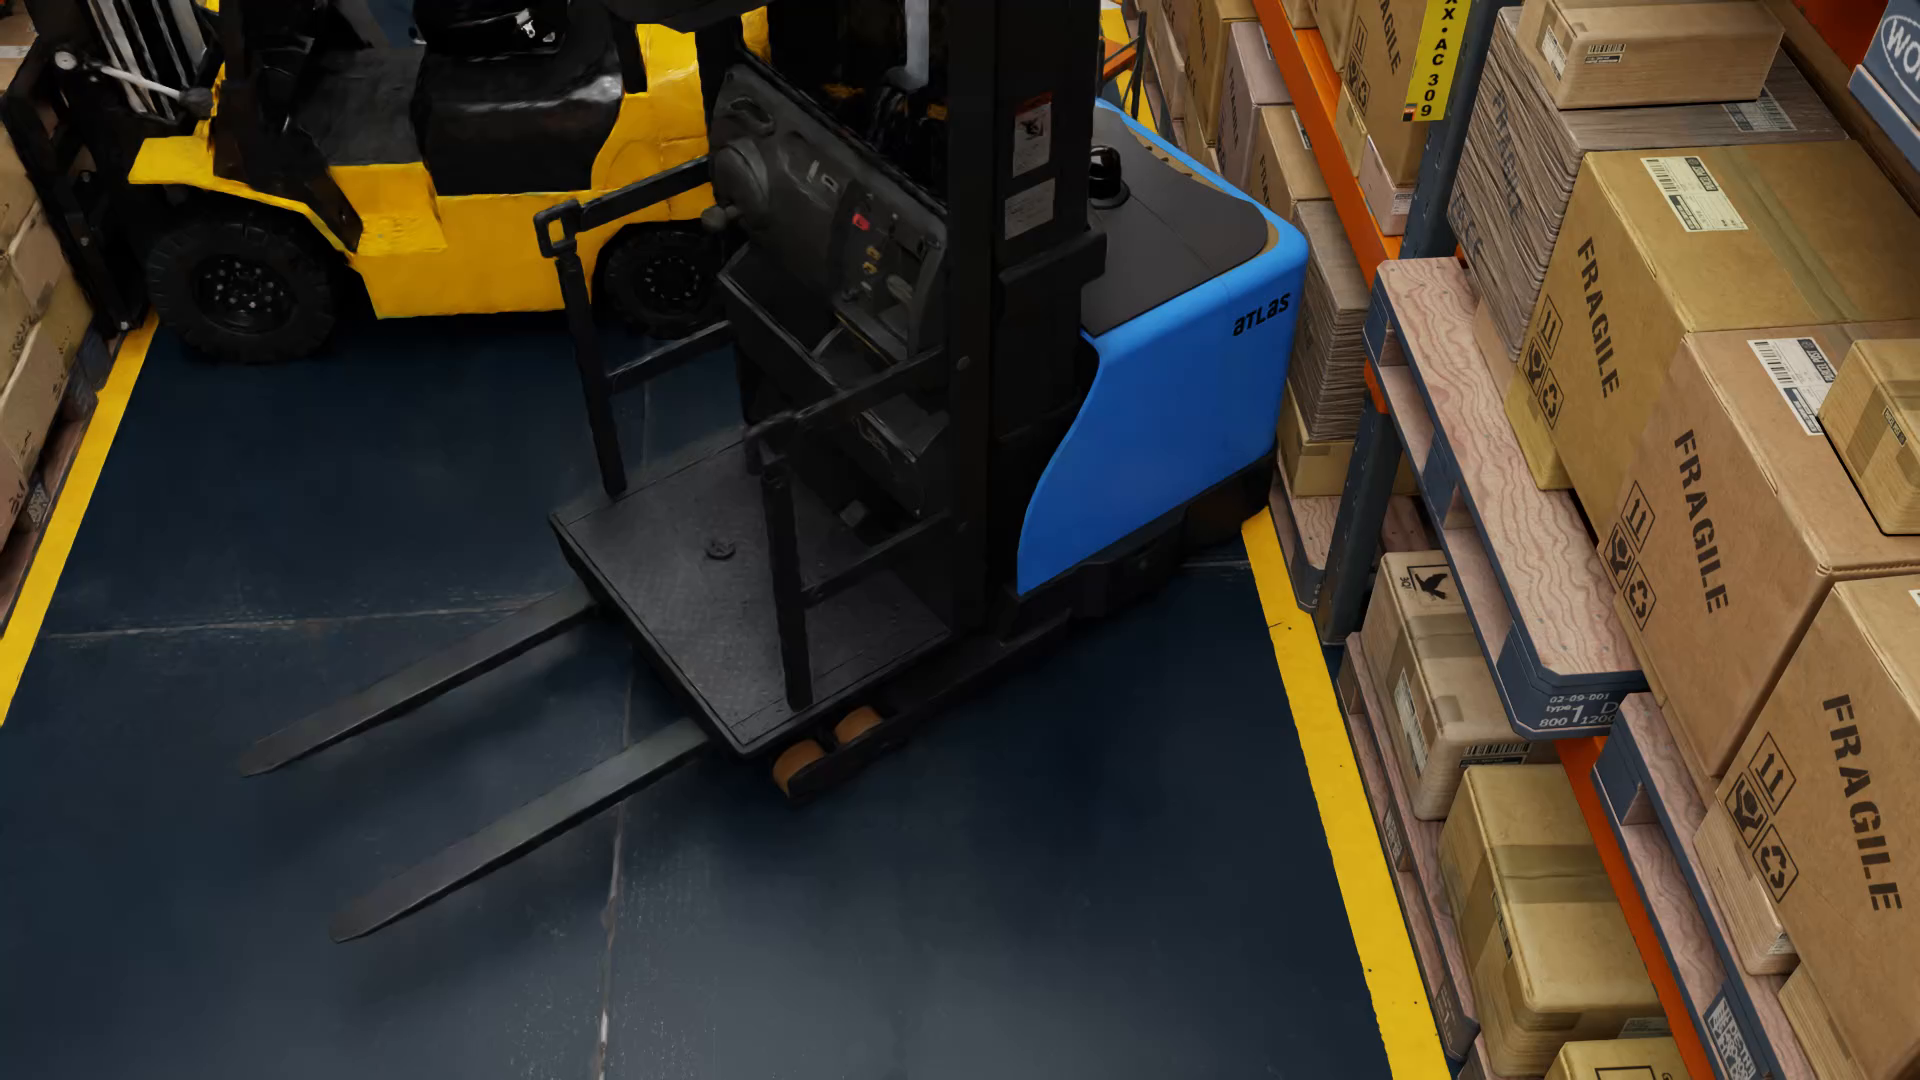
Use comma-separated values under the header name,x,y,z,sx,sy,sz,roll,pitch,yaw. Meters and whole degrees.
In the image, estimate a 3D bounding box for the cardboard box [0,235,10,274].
name,x,y,z,sx,sy,sz,roll,pitch,yaw
cardboard box,-3.136,-0.764,4.824,0.500,0.250,0.500,-3,47,-3

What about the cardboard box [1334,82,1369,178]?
name,x,y,z,sx,sy,sz,roll,pitch,yaw
cardboard box,1.212,-1.094,4.393,0.380,0.149,0.250,-3,47,-2

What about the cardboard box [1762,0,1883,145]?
name,x,y,z,sx,sy,sz,roll,pitch,yaw
cardboard box,1.838,-0.747,3.328,0.500,0.500,0.500,-4,47,-4

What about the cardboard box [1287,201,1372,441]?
name,x,y,z,sx,sy,sz,roll,pitch,yaw
cardboard box,1.254,-0.655,4.892,0.500,0.500,0.500,-4,47,-4

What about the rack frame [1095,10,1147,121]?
name,x,y,z,sx,sy,sz,roll,pitch,yaw
rack frame,0.498,-1.159,5.521,0.015,1.200,0.240,31,54,26

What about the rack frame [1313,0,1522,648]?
name,x,y,z,sx,sy,sz,roll,pitch,yaw
rack frame,1.571,-0.786,3.928,1.000,3.000,0.127,-3,47,-3

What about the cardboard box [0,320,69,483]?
name,x,y,z,sx,sy,sz,roll,pitch,yaw
cardboard box,-3.144,-0.417,5.184,0.500,0.250,0.500,-4,47,-4

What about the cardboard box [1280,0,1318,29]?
name,x,y,z,sx,sy,sz,roll,pitch,yaw
cardboard box,1.152,-1.649,4.918,0.380,0.149,0.250,-4,47,-4

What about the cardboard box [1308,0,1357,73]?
name,x,y,z,sx,sy,sz,roll,pitch,yaw
cardboard box,1.236,-1.601,4.427,0.500,0.500,0.500,-2,47,-2

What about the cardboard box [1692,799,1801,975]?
name,x,y,z,sx,sy,sz,roll,pitch,yaw
cardboard box,1.383,0.520,2.576,0.380,0.149,0.250,-2,47,-2

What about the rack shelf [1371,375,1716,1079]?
name,x,y,z,sx,sy,sz,roll,pitch,yaw
rack shelf,1.738,0.908,2.819,1.077,0.370,4.000,-3,47,-3

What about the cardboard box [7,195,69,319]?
name,x,y,z,sx,sy,sz,roll,pitch,yaw
cardboard box,-3.183,-0.950,5.344,0.500,0.250,0.500,-4,47,-4

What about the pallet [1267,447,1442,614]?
name,x,y,z,sx,sy,sz,roll,pitch,yaw
pallet,1.479,-0.311,5.399,1.003,0.211,1.213,-3,47,-3

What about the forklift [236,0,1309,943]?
name,x,y,z,sx,sy,sz,roll,pitch,yaw
forklift,-0.502,-0.734,3.926,3.031,2.935,1.130,-29,53,-24

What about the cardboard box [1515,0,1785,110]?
name,x,y,z,sx,sy,sz,roll,pitch,yaw
cardboard box,1.258,-0.928,3.054,0.380,0.149,0.250,-4,47,-3

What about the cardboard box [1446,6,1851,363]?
name,x,y,z,sx,sy,sz,roll,pitch,yaw
cardboard box,1.324,-0.710,3.294,0.500,0.500,0.500,-2,47,-2

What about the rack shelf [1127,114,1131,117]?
name,x,y,z,sx,sy,sz,roll,pitch,yaw
rack shelf,0.310,-1.379,5.514,0.480,0.148,0.258,31,54,26

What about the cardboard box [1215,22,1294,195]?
name,x,y,z,sx,sy,sz,roll,pitch,yaw
cardboard box,1.165,-1.392,5.590,0.500,0.500,0.500,-1,47,-1

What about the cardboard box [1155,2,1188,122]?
name,x,y,z,sx,sy,sz,roll,pitch,yaw
cardboard box,1.063,-1.909,6.596,0.500,0.250,0.500,-2,47,-2

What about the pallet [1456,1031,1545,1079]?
name,x,y,z,sx,sy,sz,roll,pitch,yaw
pallet,1.742,1.621,3.570,1.003,0.211,1.213,-3,47,-3

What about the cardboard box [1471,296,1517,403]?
name,x,y,z,sx,sy,sz,roll,pitch,yaw
cardboard box,1.302,-0.425,3.470,0.380,0.149,0.250,-3,47,-3

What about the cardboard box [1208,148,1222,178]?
name,x,y,z,sx,sy,sz,roll,pitch,yaw
cardboard box,1.161,-1.149,5.877,0.500,0.250,0.500,-3,47,-3

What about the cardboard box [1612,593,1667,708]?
name,x,y,z,sx,sy,sz,roll,pitch,yaw
cardboard box,1.394,0.145,2.930,0.380,0.149,0.250,-3,47,-3

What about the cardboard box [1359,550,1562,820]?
name,x,y,z,sx,sy,sz,roll,pitch,yaw
cardboard box,1.617,0.352,4.371,0.950,0.372,0.625,-3,47,-3

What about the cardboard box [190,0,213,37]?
name,x,y,z,sx,sy,sz,roll,pitch,yaw
cardboard box,-3.356,-2.254,6.923,0.500,0.250,0.500,-3,47,-3

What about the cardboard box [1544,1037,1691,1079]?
name,x,y,z,sx,sy,sz,roll,pitch,yaw
cardboard box,1.740,1.375,3.402,0.950,0.372,0.625,-2,47,-2

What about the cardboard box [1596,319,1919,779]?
name,x,y,z,sx,sy,sz,roll,pitch,yaw
cardboard box,1.394,0.010,2.611,0.500,0.500,0.500,-4,47,-4

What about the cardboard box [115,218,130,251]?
name,x,y,z,sx,sy,sz,roll,pitch,yaw
cardboard box,-3.225,-1.157,5.884,0.500,0.250,0.500,-2,47,-2

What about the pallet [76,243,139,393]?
name,x,y,z,sx,sy,sz,roll,pitch,yaw
pallet,-3.505,-0.985,6.038,1.003,0.211,1.213,-3,47,-3

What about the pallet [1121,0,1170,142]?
name,x,y,z,sx,sy,sz,roll,pitch,yaw
pallet,1.275,-2.076,7.071,1.003,0.211,1.213,-3,47,-3

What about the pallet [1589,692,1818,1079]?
name,x,y,z,sx,sy,sz,roll,pitch,yaw
pallet,1.699,0.744,2.611,1.003,0.211,1.213,-3,47,-3

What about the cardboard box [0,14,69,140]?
name,x,y,z,sx,sy,sz,roll,pitch,yaw
cardboard box,-3.225,-1.504,5.524,0.500,0.250,0.500,-4,47,-4

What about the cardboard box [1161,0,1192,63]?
name,x,y,z,sx,sy,sz,roll,pitch,yaw
cardboard box,1.078,-2.141,6.300,0.500,0.500,0.500,-5,47,-5

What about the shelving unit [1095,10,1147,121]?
name,x,y,z,sx,sy,sz,roll,pitch,yaw
shelving unit,0.309,-1.272,5.628,0.503,1.200,0.258,31,54,26

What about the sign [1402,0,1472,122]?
name,x,y,z,sx,sy,sz,roll,pitch,yaw
sign,1.031,-1.045,3.578,0.100,0.325,0.005,-3,47,-3
